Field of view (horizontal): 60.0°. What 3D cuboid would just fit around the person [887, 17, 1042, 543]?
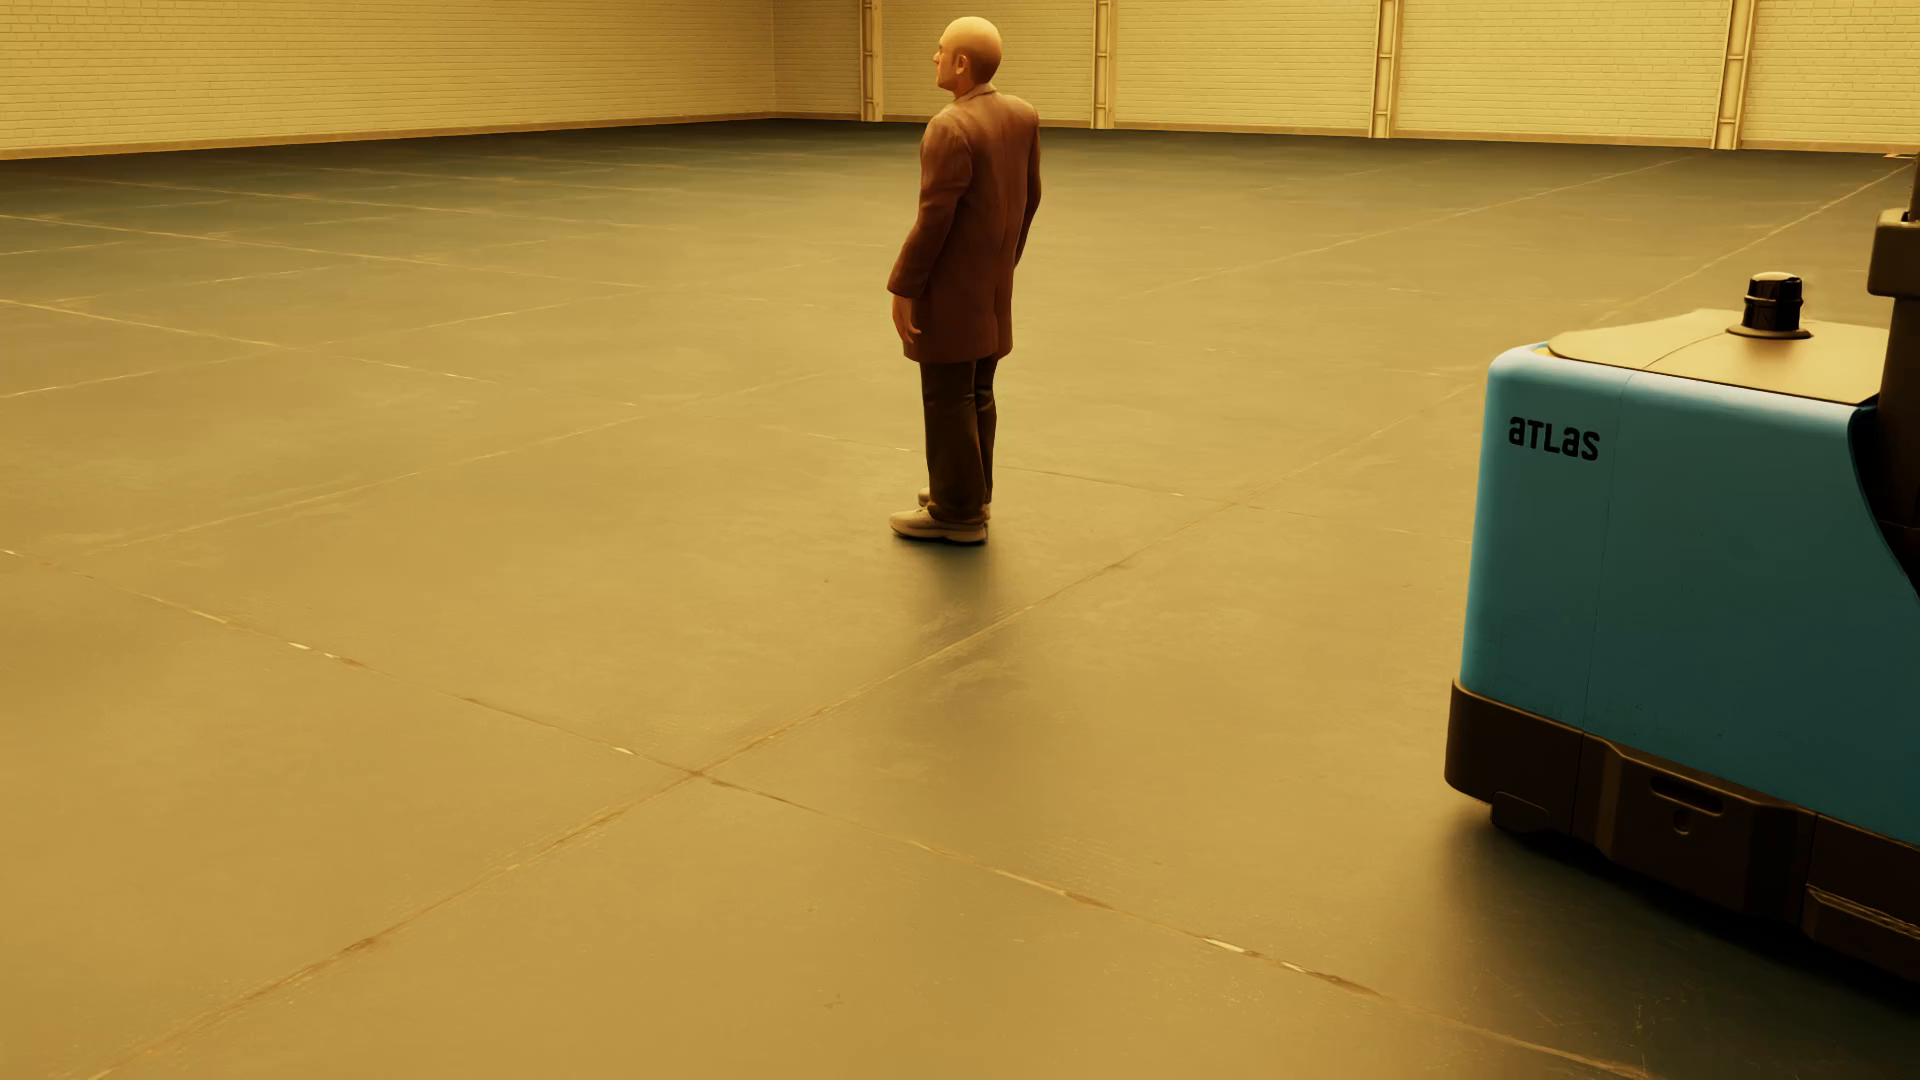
[{"bbox_3d":[-0.074,-0.874,5.745,0.579,1.777,0.696,11,20,33],"label":"person"}]

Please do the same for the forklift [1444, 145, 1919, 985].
[{"bbox_3d":[2.425,-0.535,2.623,1.130,2.935,3.031,-13,21,-36],"label":"forklift"}]
